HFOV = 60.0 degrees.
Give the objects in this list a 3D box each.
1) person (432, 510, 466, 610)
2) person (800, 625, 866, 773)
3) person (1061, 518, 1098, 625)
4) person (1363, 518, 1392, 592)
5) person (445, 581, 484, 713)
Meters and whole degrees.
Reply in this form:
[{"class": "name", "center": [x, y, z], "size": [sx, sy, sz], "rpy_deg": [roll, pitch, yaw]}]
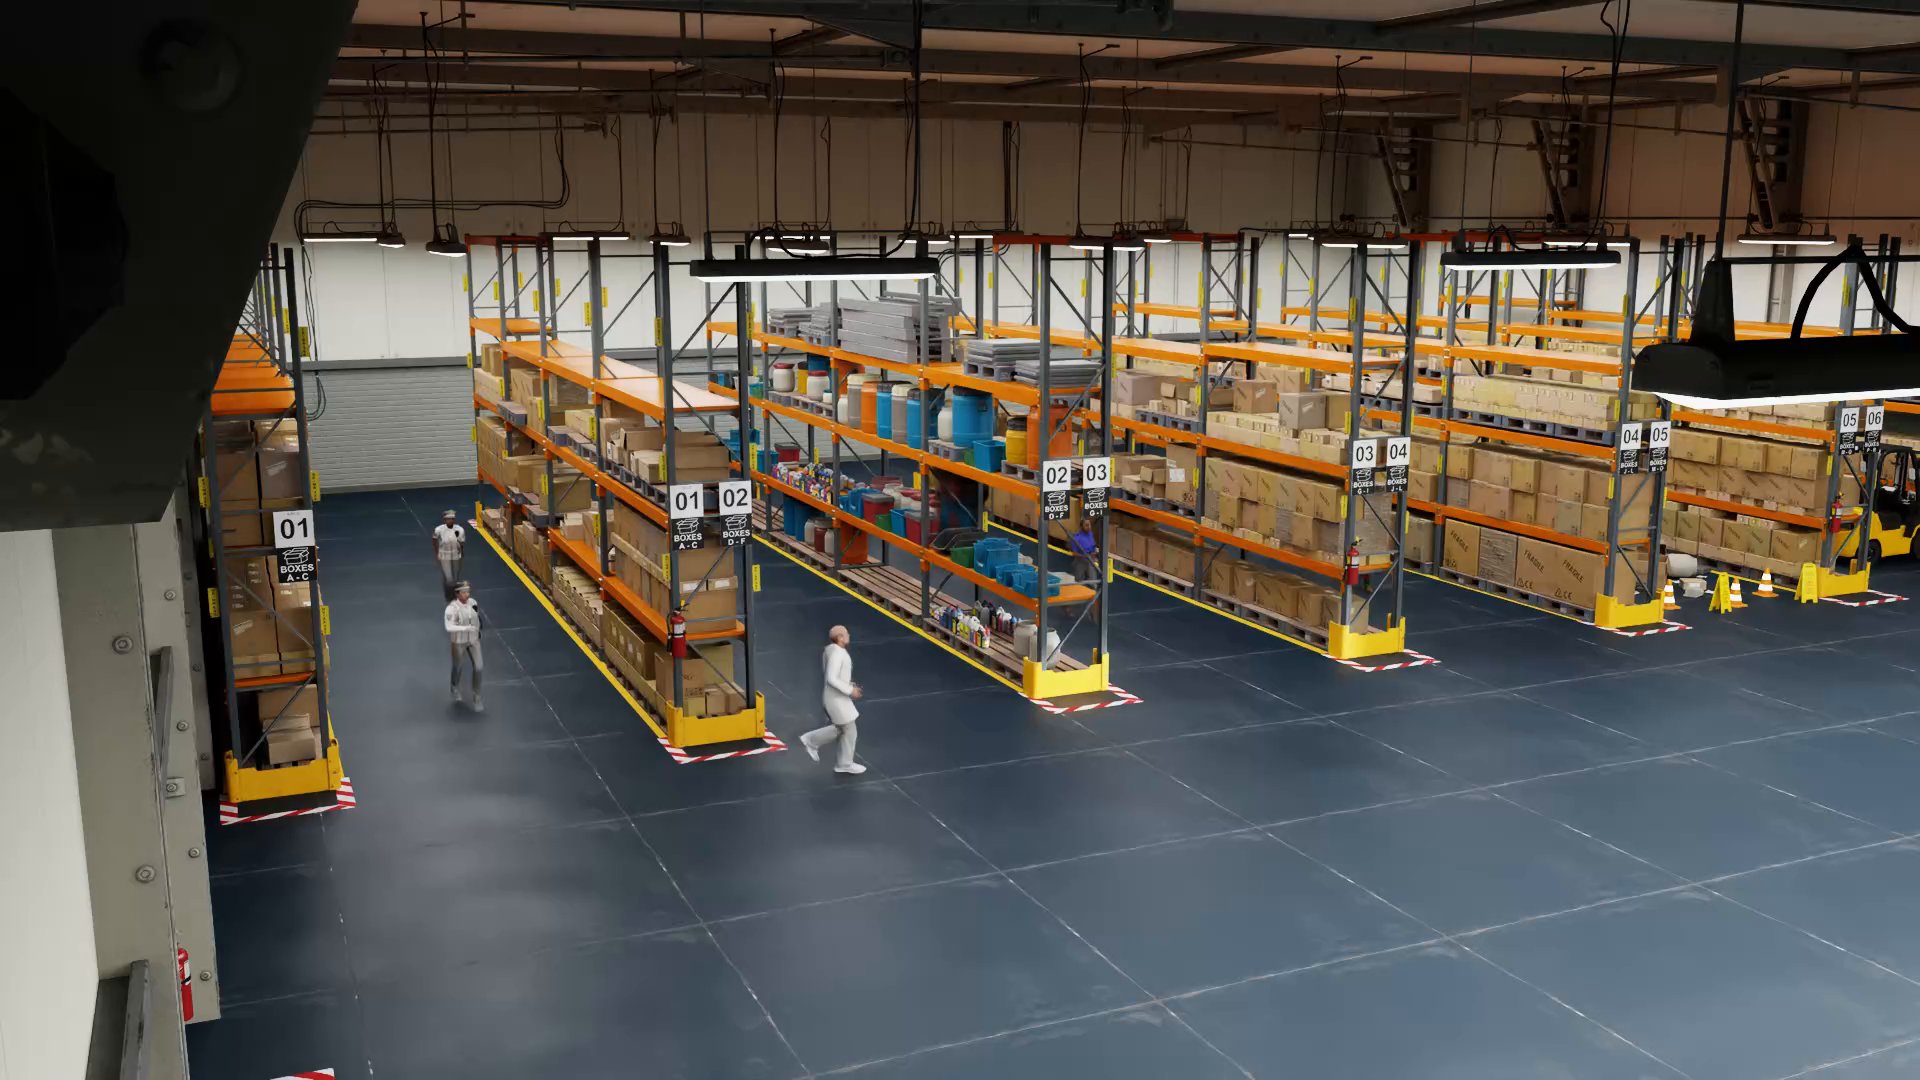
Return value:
[{"class": "person", "center": [-8.299, 0.332, 27.098], "size": [0.491, 1.706, 0.789], "rpy_deg": [-6, 13, -29]}, {"class": "person", "center": [-1.429, 1.889, 19.091], "size": [0.693, 1.670, 0.718], "rpy_deg": [-1, 11, -6]}, {"class": "person", "center": [1.947, 0.474, 26.341], "size": [0.561, 1.716, 0.849], "rpy_deg": [-8, 13, -35]}, {"class": "person", "center": [6.998, 0.092, 28.474], "size": [0.644, 1.598, 1.024], "rpy_deg": [-4, 12, -18]}, {"class": "person", "center": [-6.459, 1.367, 21.662], "size": [0.548, 1.740, 0.832], "rpy_deg": [-8, 13, -35]}]
